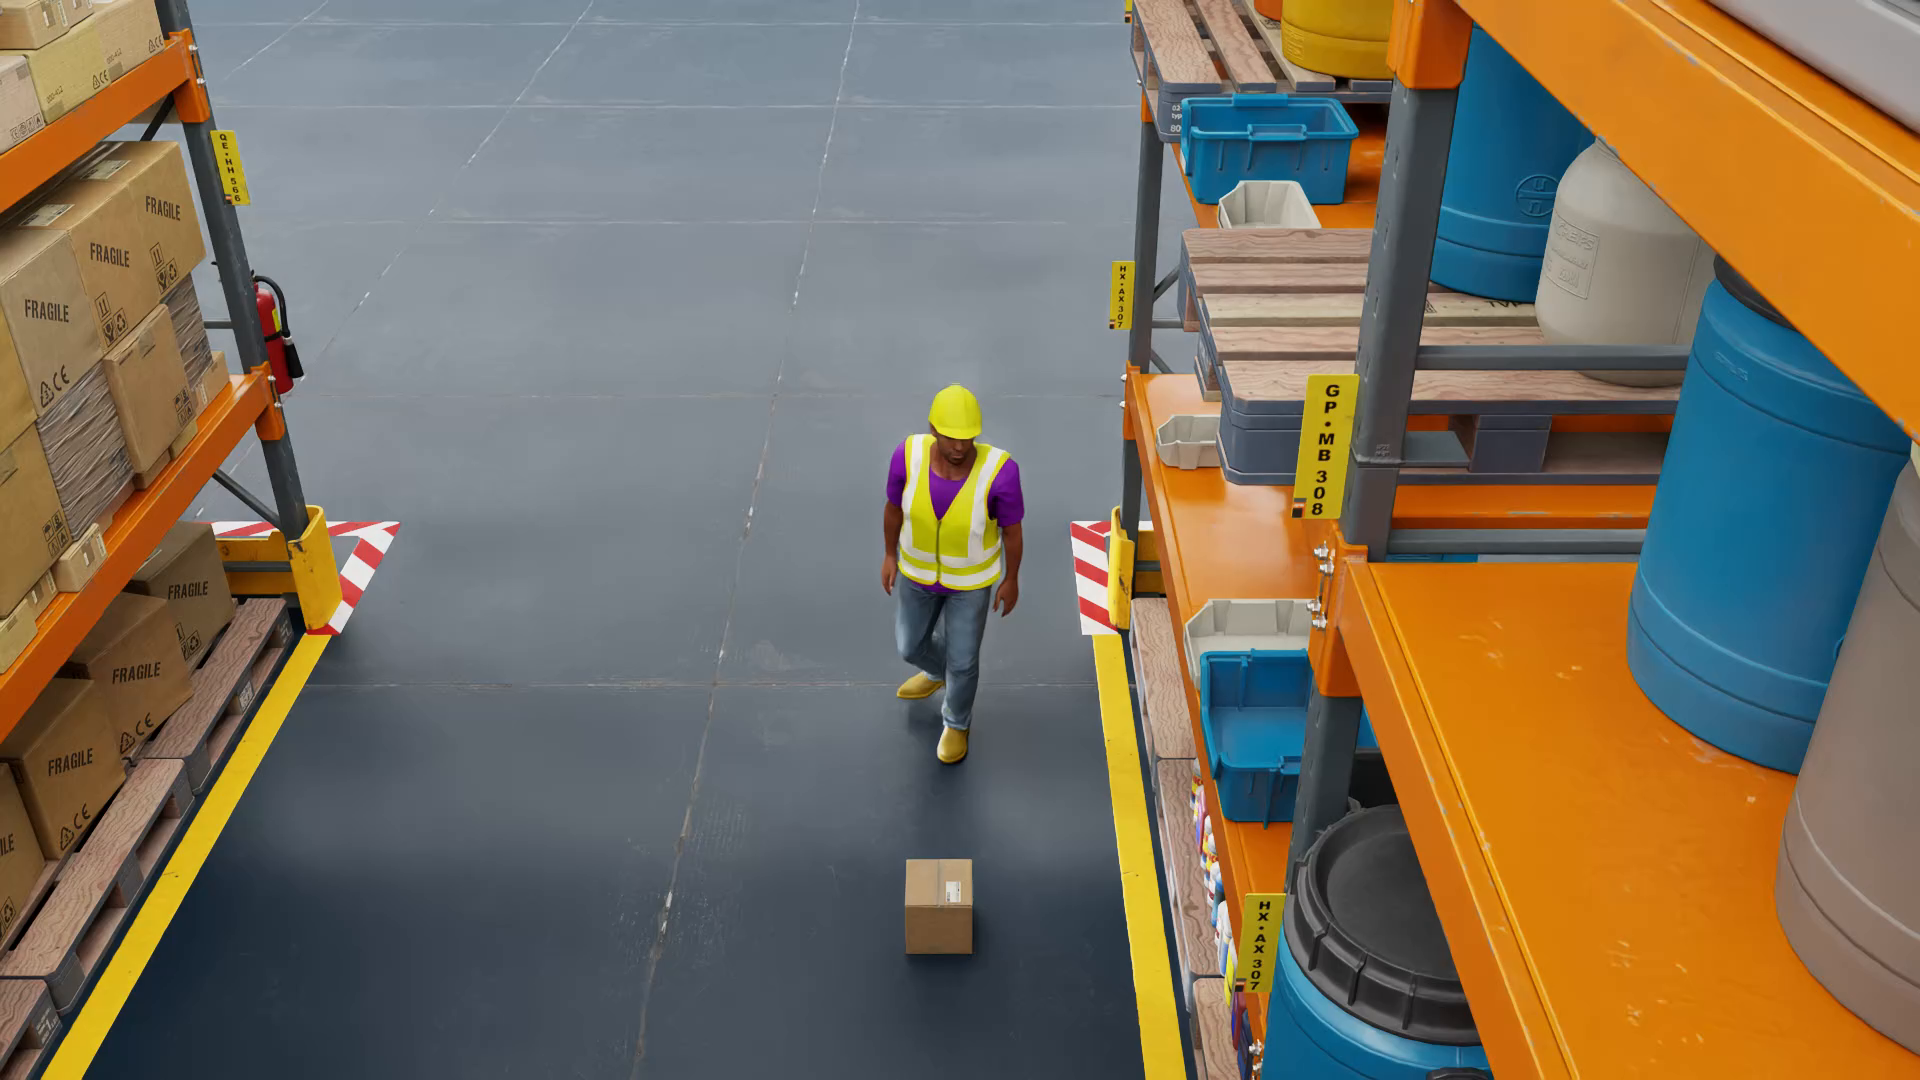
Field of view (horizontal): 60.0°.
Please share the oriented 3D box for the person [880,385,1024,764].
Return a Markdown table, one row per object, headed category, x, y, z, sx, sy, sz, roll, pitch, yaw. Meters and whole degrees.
| category | x | y | z | sx | sy | sz | roll | pitch | yaw |
| --- | --- | --- | --- | --- | --- | --- | --- | --- | --- |
| person | -0.031 | 0.102 | 6.945 | 0.610 | 1.756 | 0.581 | 9 | 32 | 14 |
